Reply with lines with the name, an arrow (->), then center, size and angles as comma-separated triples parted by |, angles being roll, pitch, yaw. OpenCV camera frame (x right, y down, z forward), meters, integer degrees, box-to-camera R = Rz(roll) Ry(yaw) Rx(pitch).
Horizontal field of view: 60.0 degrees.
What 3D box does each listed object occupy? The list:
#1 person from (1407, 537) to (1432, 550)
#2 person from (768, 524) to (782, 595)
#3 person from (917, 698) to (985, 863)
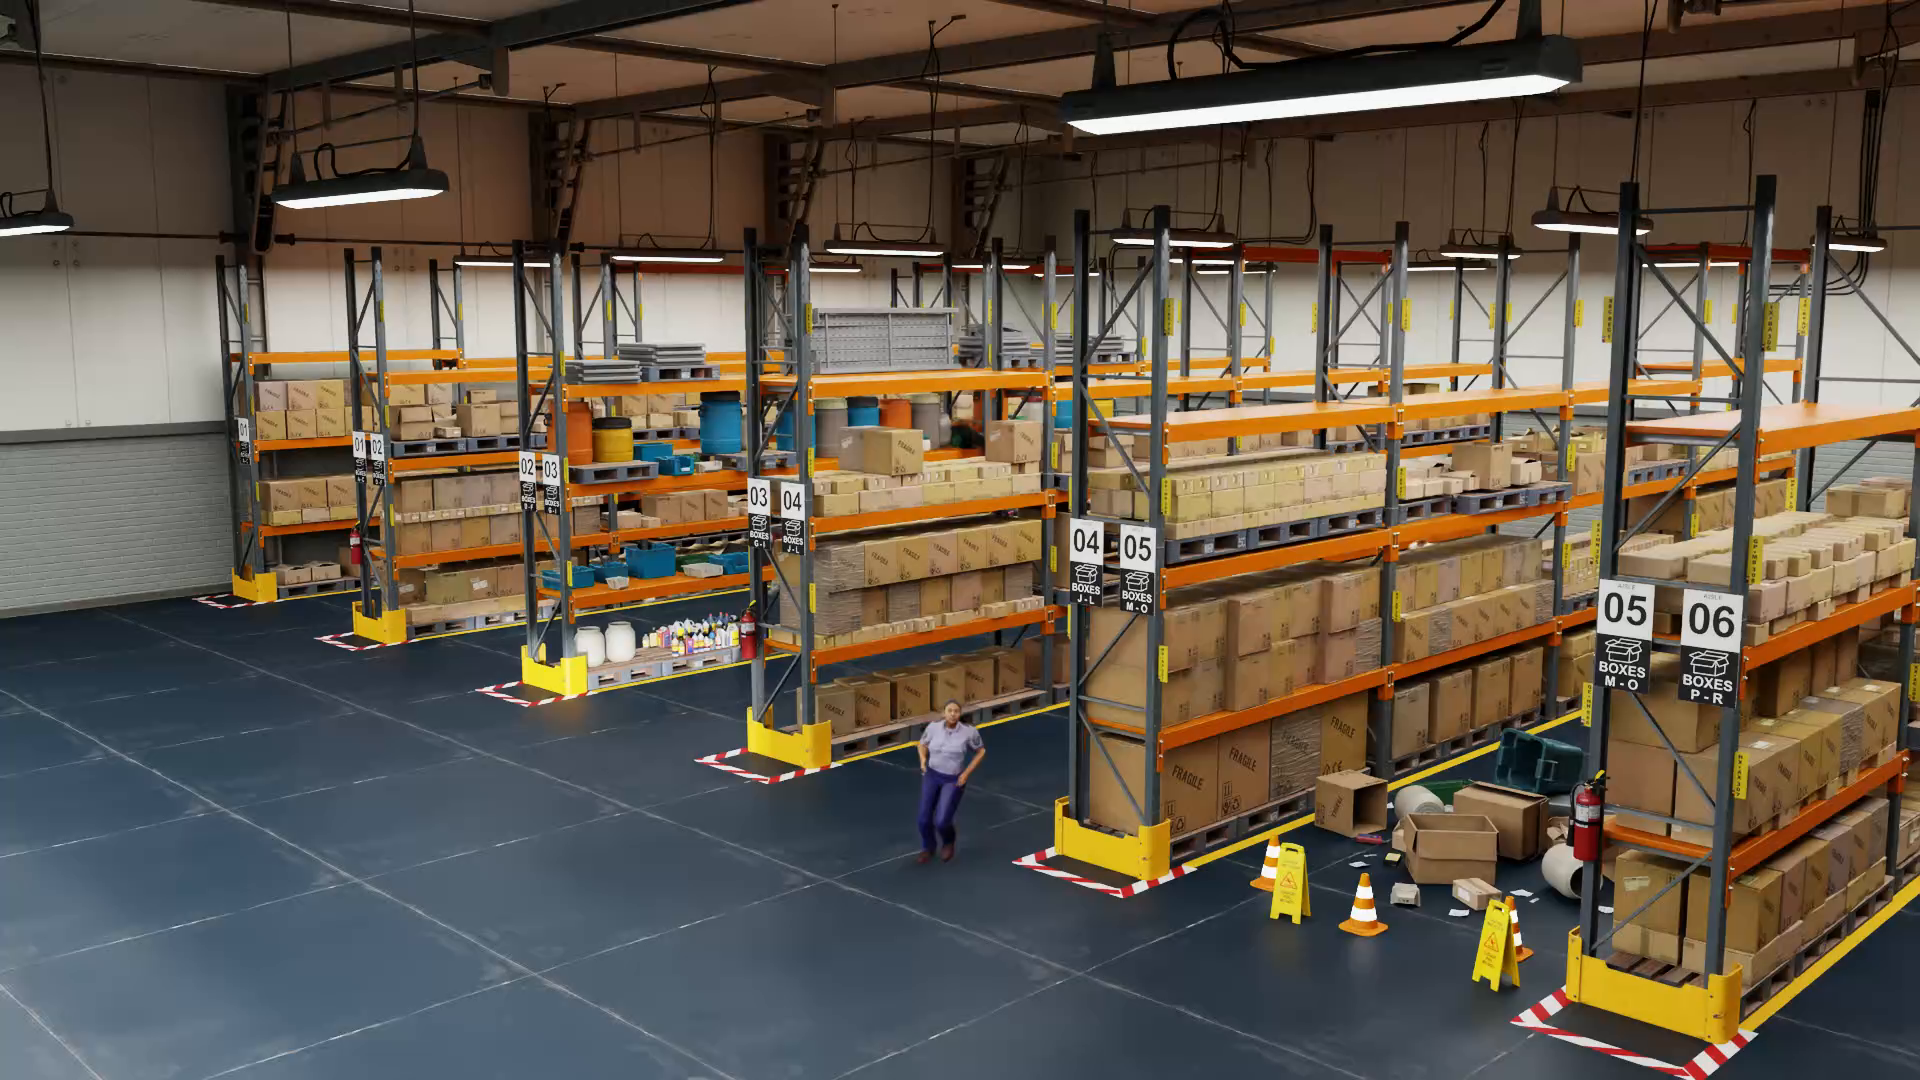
person -> 7.105, 0.779, 25.692 | 0.912, 1.525, 0.720 | -8, 11, -44
person -> -3.081, 0.031, 28.106 | 0.691, 1.776, 0.616 | 7, 11, 41
person -> -0.126, 2.232, 15.286 | 0.608, 1.576, 0.521 | 3, 9, 18
